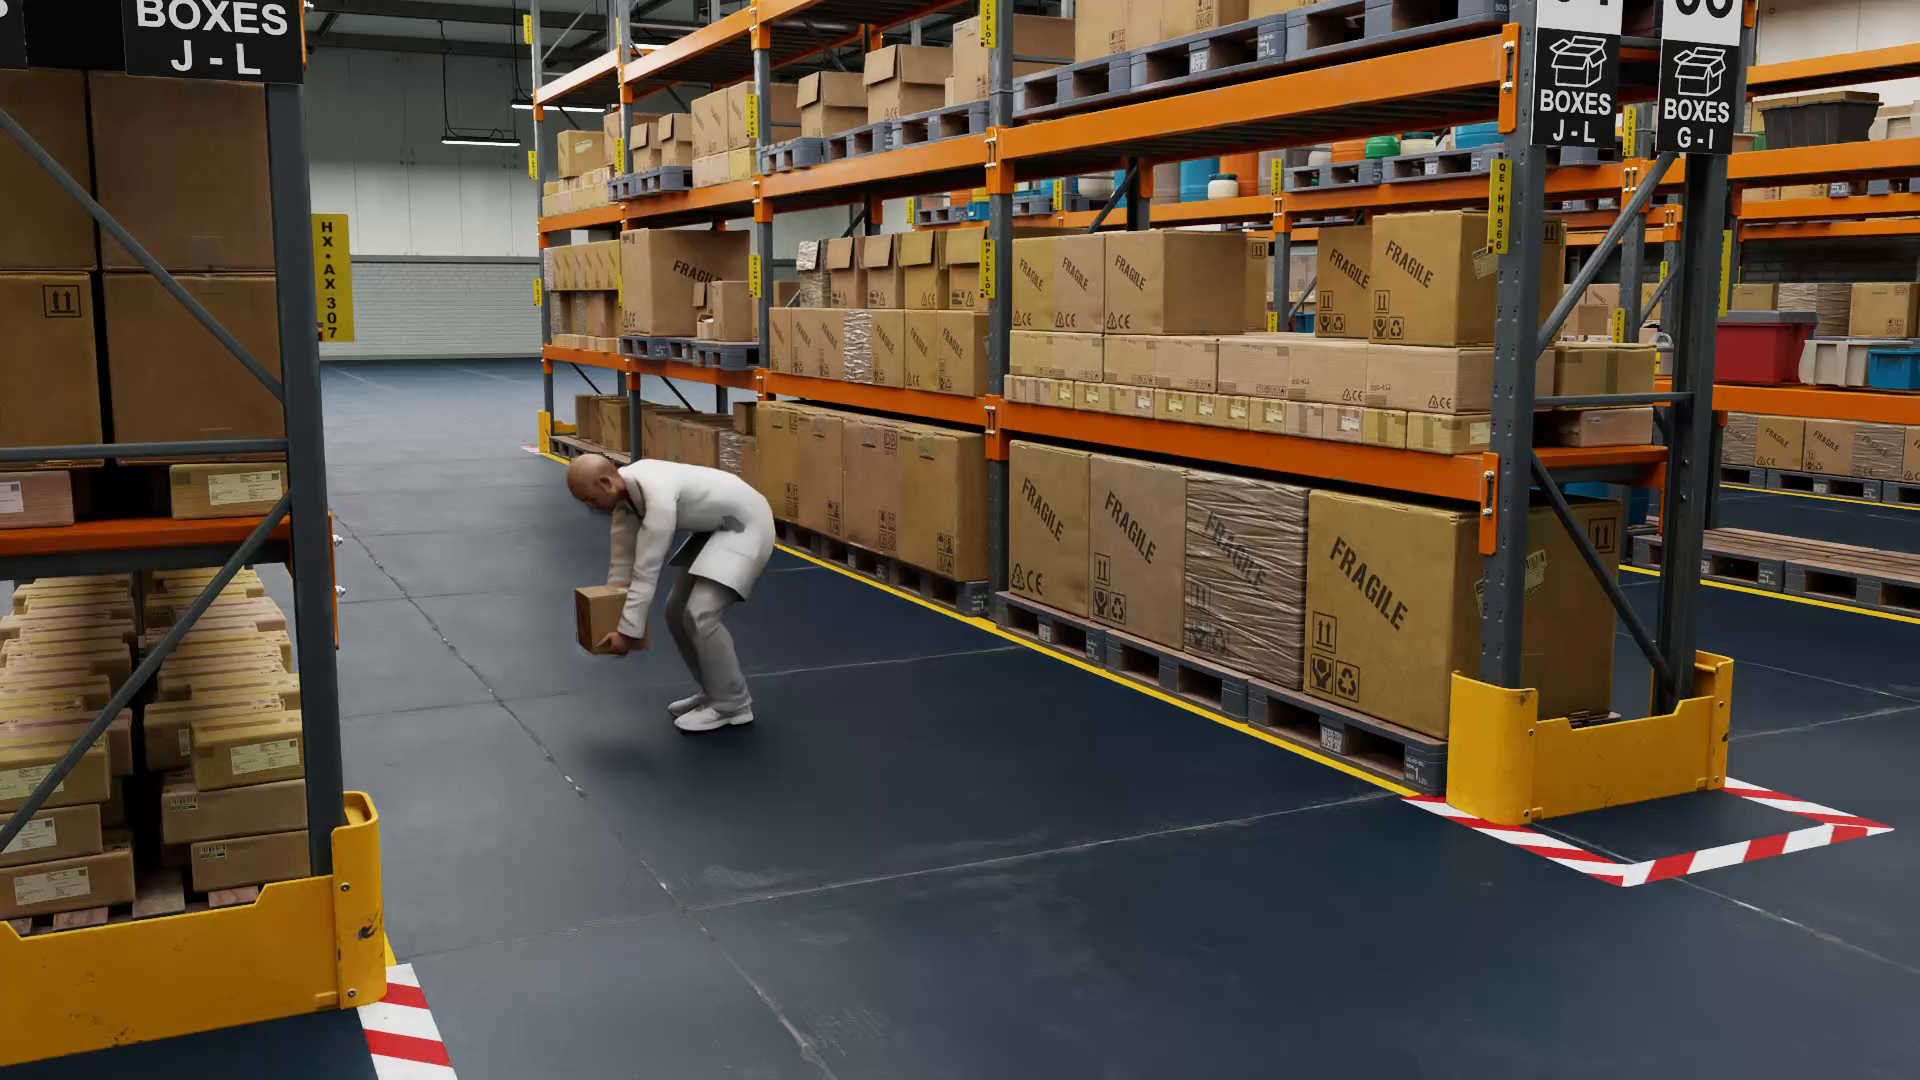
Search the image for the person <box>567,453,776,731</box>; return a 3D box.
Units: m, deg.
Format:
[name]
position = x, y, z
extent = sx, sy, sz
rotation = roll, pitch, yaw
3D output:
[person]
position = -1.256, 0.216, 7.303
extent = 0.922, 1.231, 0.568
rotation = -5, 9, -28
